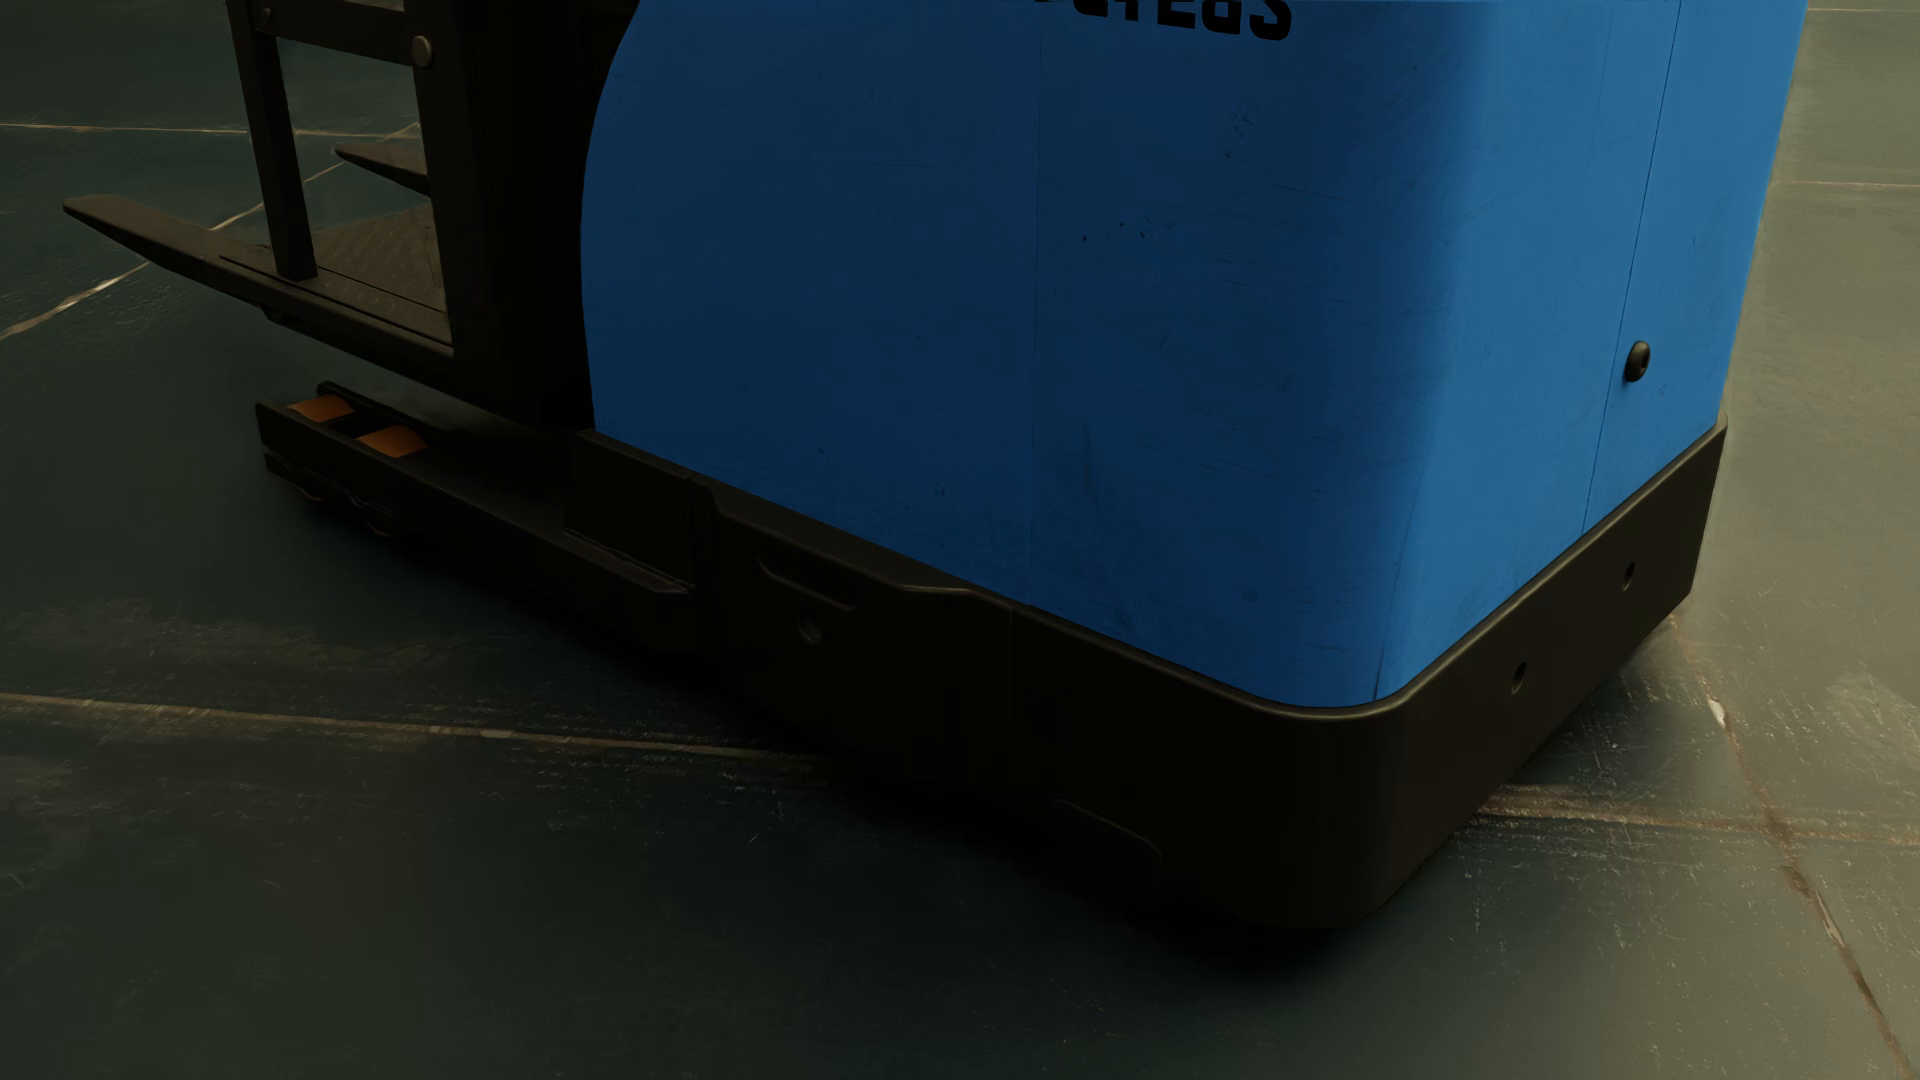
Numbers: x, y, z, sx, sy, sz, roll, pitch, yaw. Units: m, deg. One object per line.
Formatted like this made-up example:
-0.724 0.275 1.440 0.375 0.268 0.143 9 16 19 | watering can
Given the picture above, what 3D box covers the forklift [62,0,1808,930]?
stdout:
-0.464 -1.473 2.168 3.031 2.935 1.130 21 33 36 | forklift
